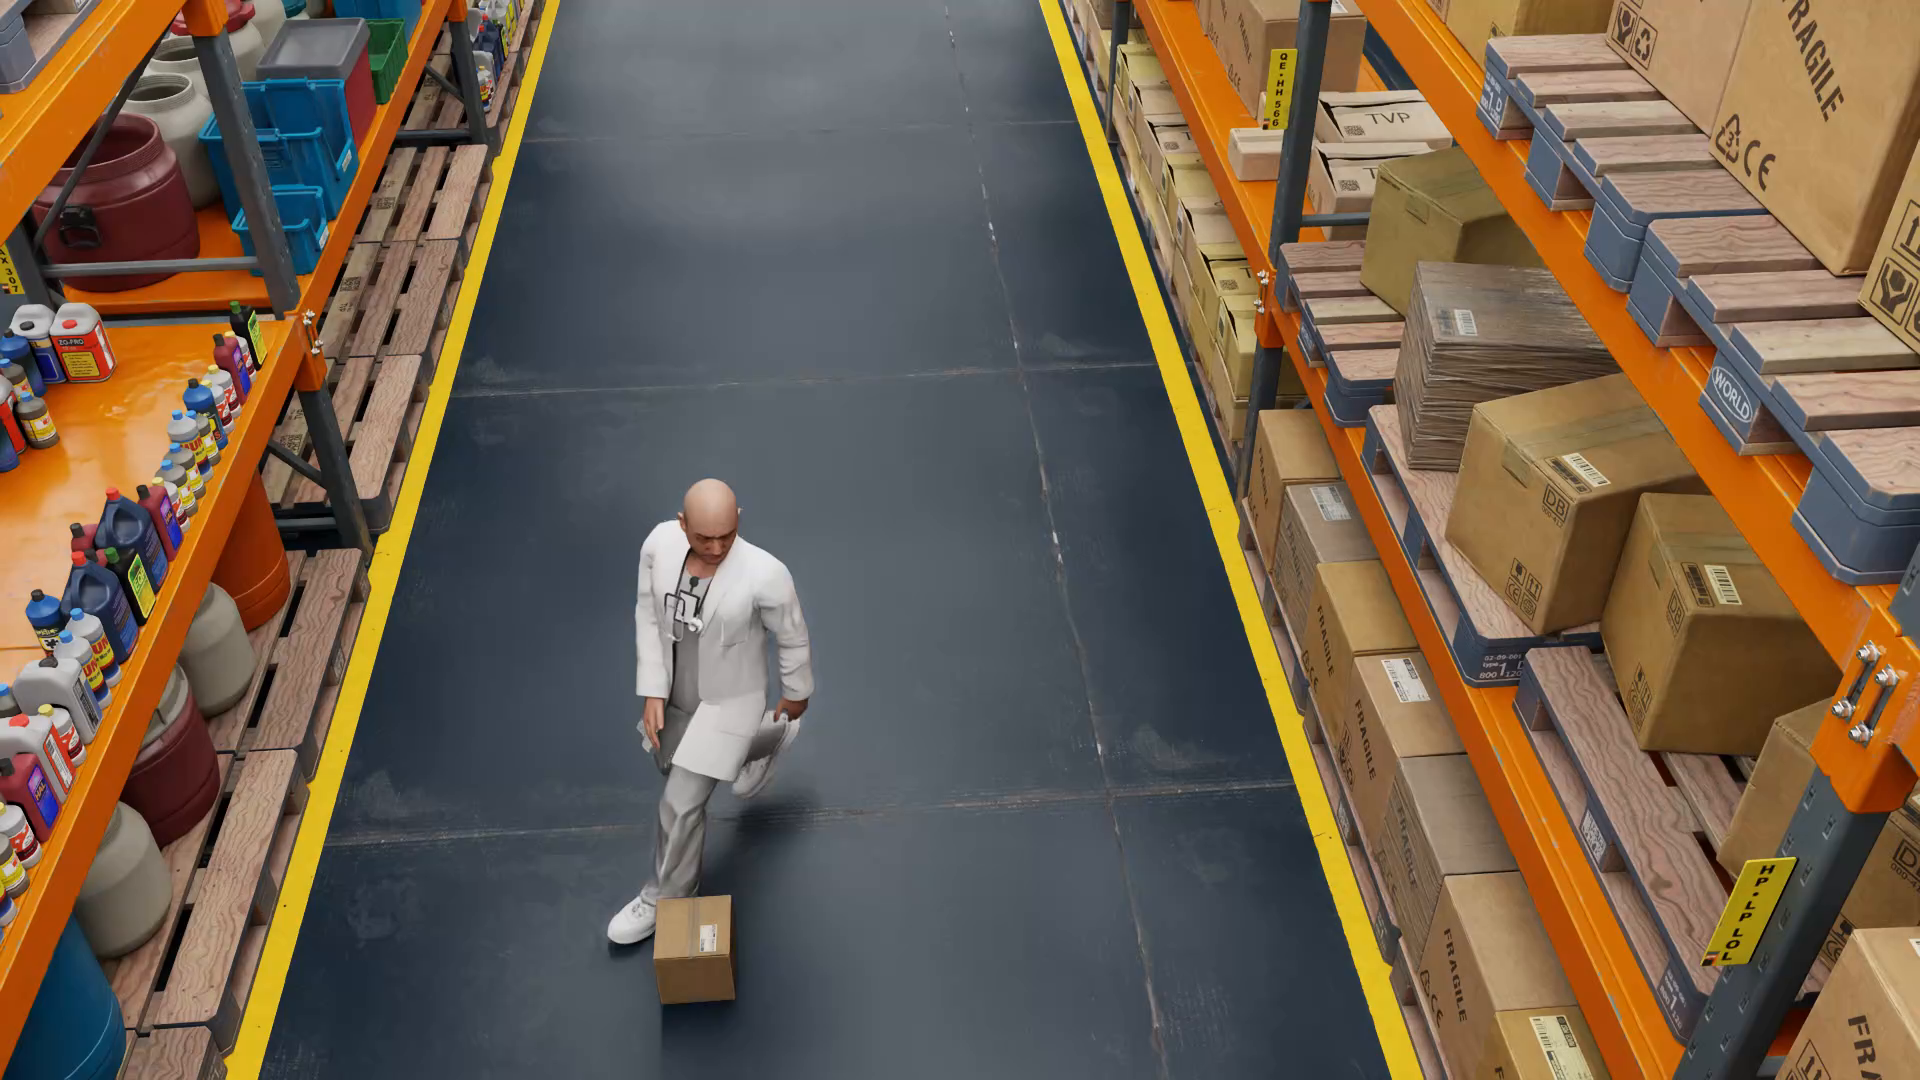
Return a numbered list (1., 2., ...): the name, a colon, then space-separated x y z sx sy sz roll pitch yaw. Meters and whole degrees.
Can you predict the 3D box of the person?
1. person: -0.877 0.522 5.591 0.572 1.667 1.056 22 43 25
